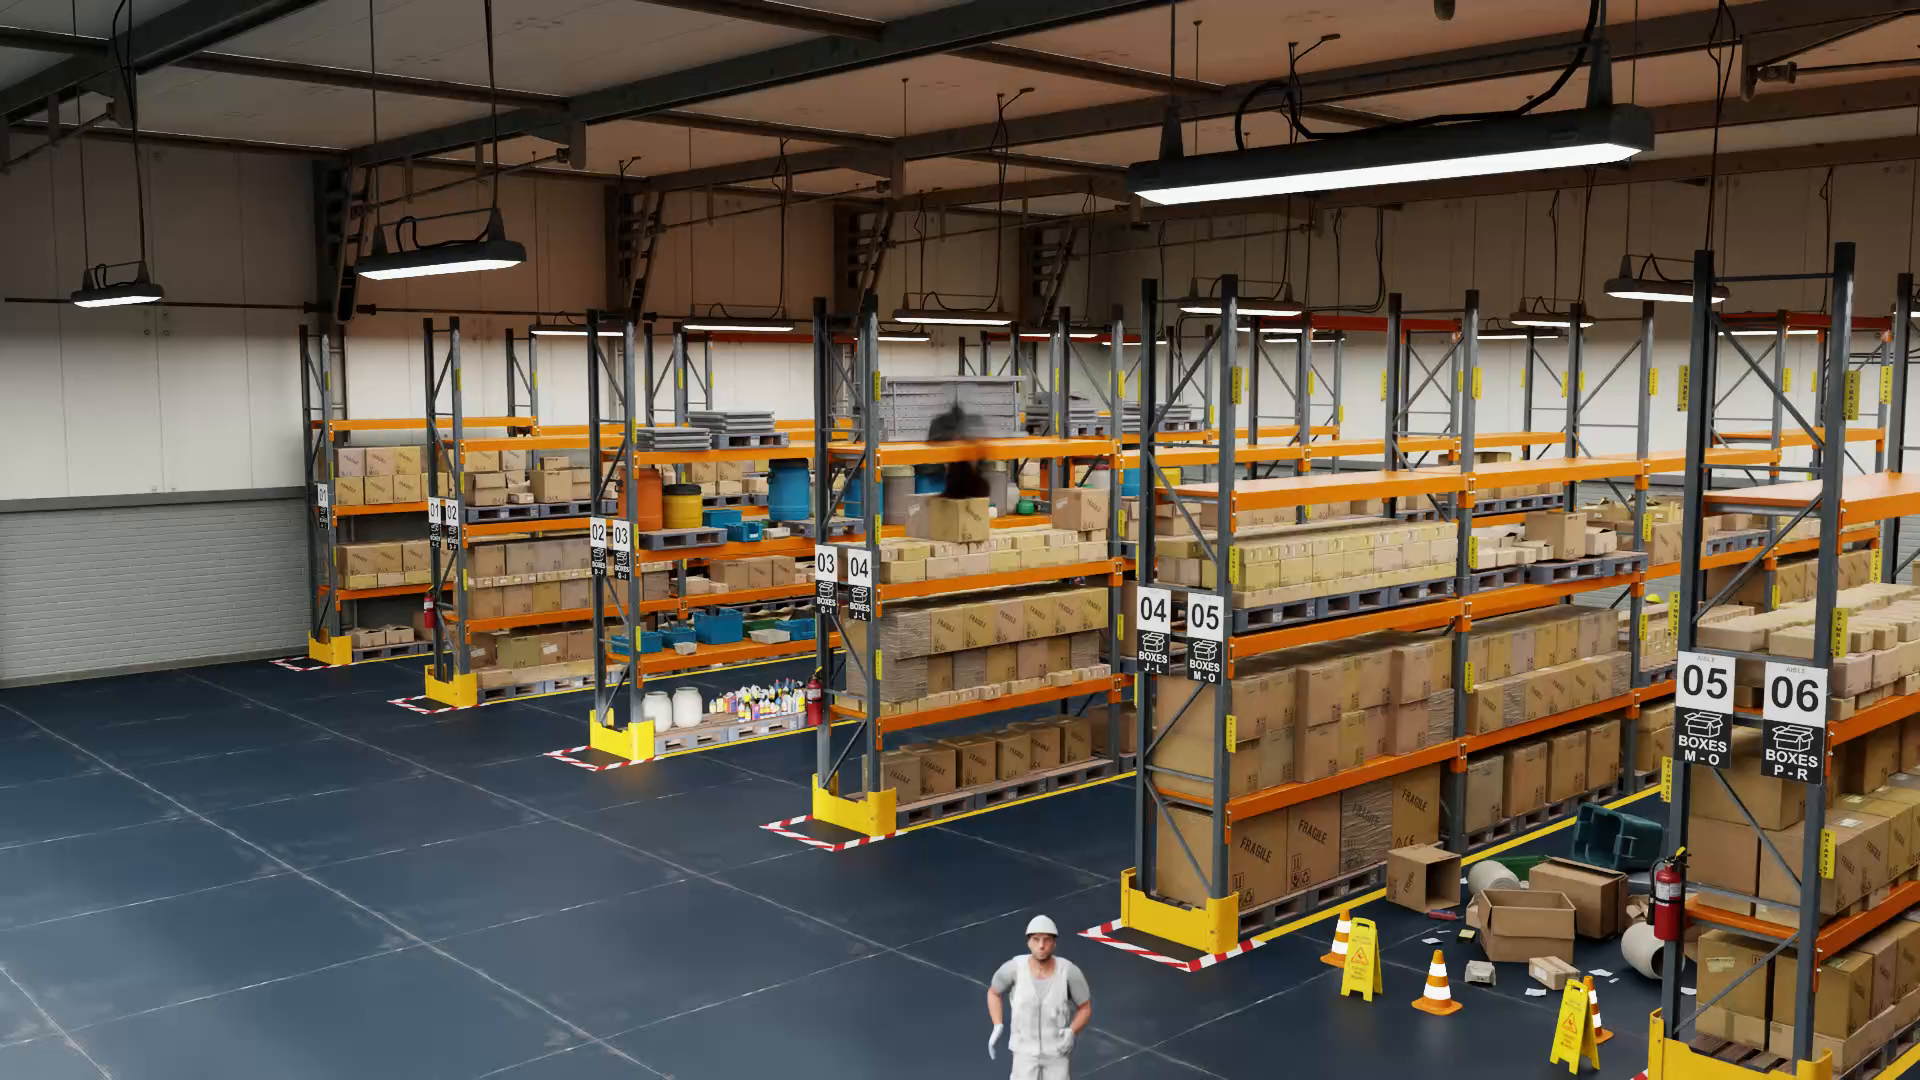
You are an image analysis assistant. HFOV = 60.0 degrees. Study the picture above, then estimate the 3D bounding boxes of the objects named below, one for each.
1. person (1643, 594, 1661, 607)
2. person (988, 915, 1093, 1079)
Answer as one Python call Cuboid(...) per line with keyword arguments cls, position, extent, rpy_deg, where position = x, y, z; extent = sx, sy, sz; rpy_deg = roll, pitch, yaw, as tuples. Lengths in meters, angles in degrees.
Cuboid(cls="person", position=(10.667, 1.705, 25.696), extent=(0.669, 1.758, 0.669), rpy_deg=(-4, 7, -35))
Cuboid(cls="person", position=(0.509, 3.246, 10.504), extent=(0.664, 1.745, 0.583), rpy_deg=(0, 6, 0))
